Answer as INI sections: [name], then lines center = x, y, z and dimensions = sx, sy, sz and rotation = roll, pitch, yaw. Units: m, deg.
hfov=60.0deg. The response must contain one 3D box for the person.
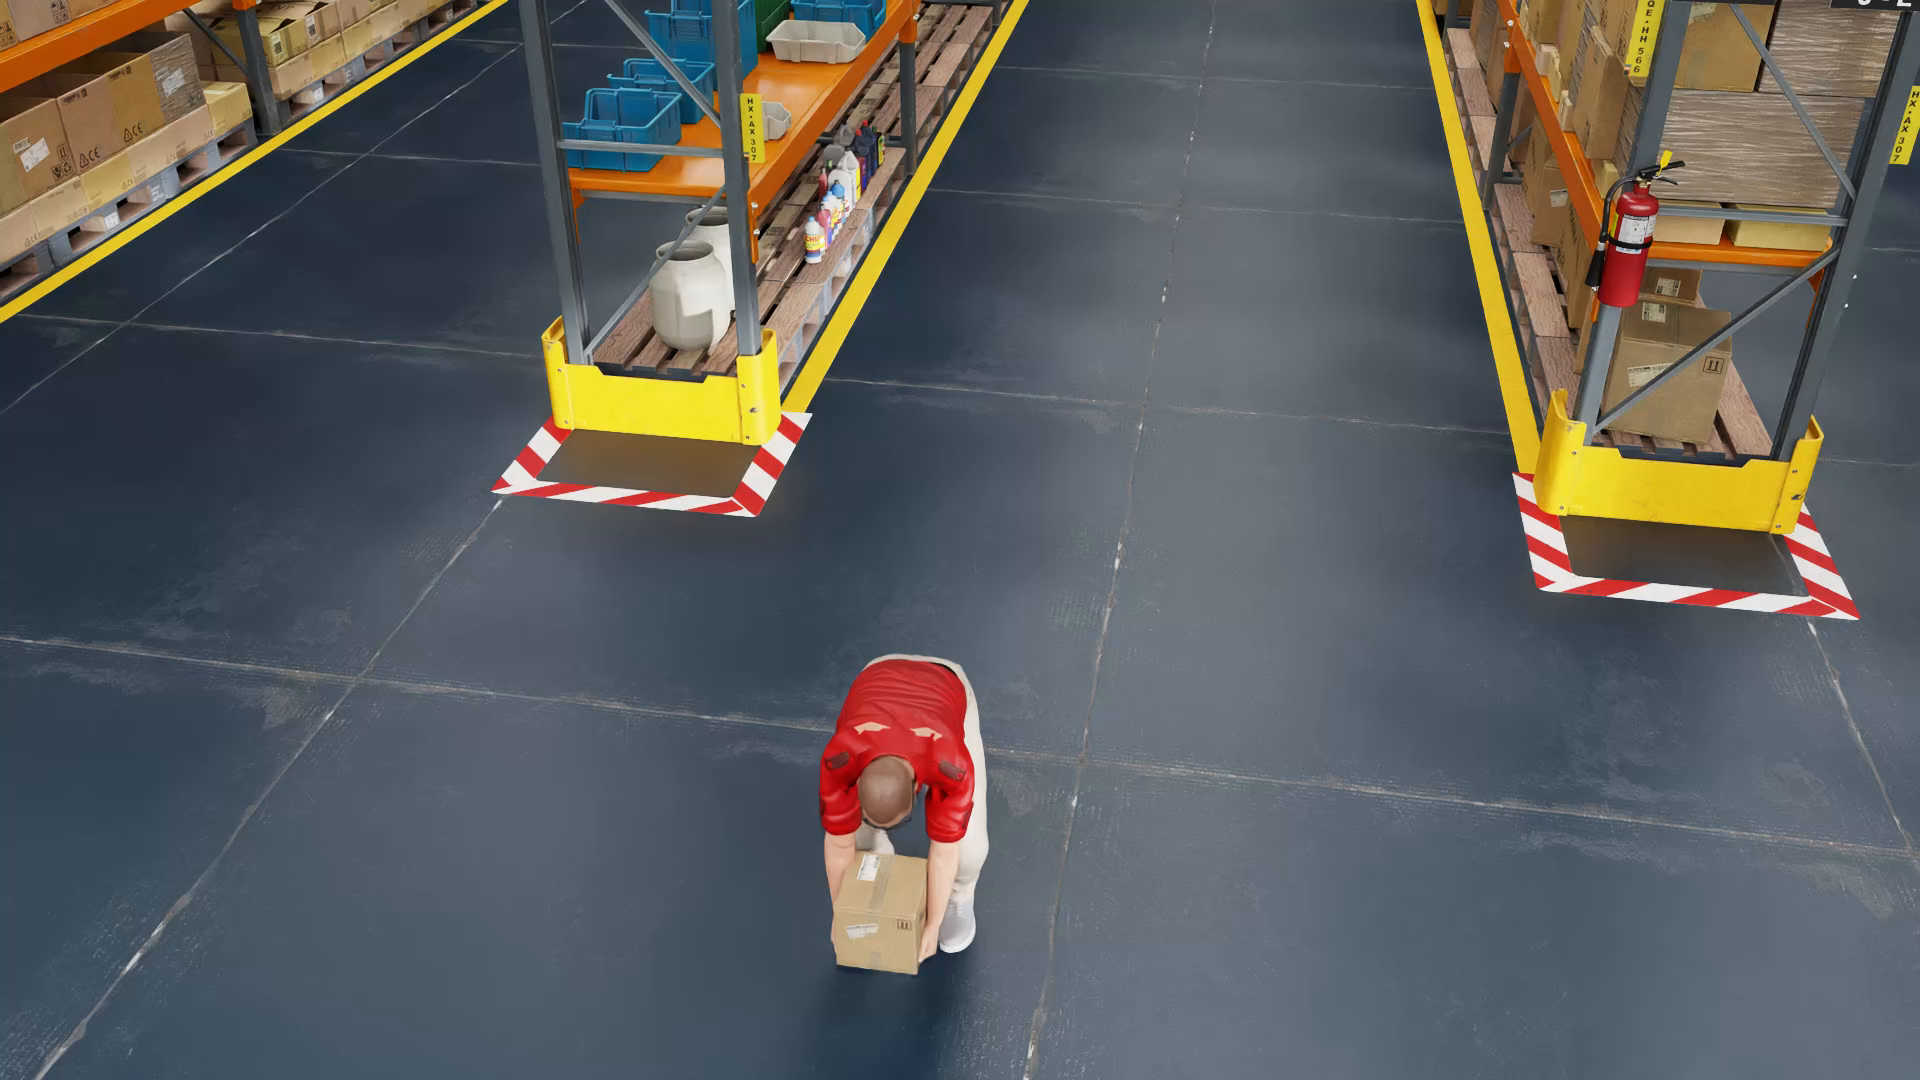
[person]
center = -0.174, 0.911, 5.272
dimensions = 0.516, 1.129, 0.937
rotation = 4, 32, 6
